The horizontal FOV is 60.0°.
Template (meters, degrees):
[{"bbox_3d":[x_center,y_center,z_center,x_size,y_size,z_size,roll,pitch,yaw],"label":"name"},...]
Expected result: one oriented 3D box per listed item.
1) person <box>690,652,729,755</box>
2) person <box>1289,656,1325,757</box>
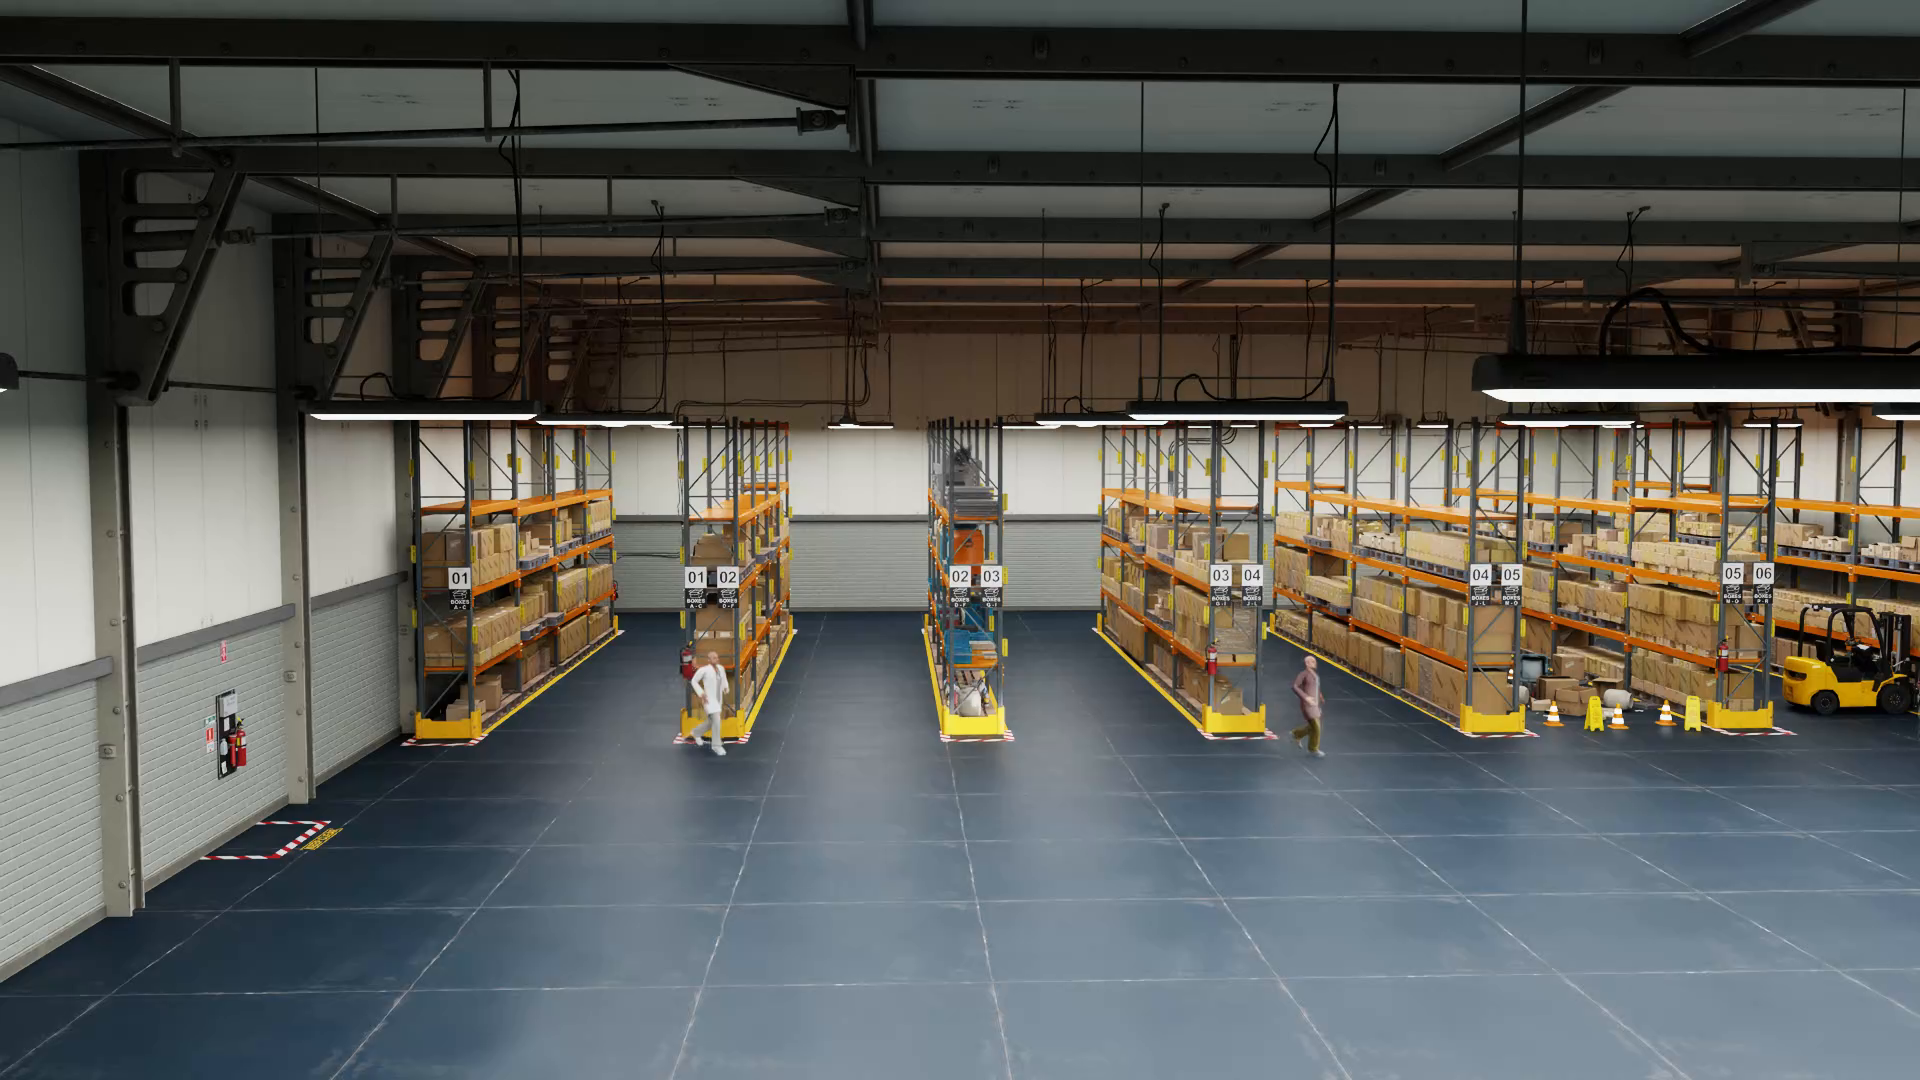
[{"bbox_3d":[-4.470,2.893,29.767,0.936,1.809,0.723,2,4,34],"label":"person"},{"bbox_3d":[6.160,2.932,29.503,0.757,1.760,0.742,3,5,38],"label":"person"}]
